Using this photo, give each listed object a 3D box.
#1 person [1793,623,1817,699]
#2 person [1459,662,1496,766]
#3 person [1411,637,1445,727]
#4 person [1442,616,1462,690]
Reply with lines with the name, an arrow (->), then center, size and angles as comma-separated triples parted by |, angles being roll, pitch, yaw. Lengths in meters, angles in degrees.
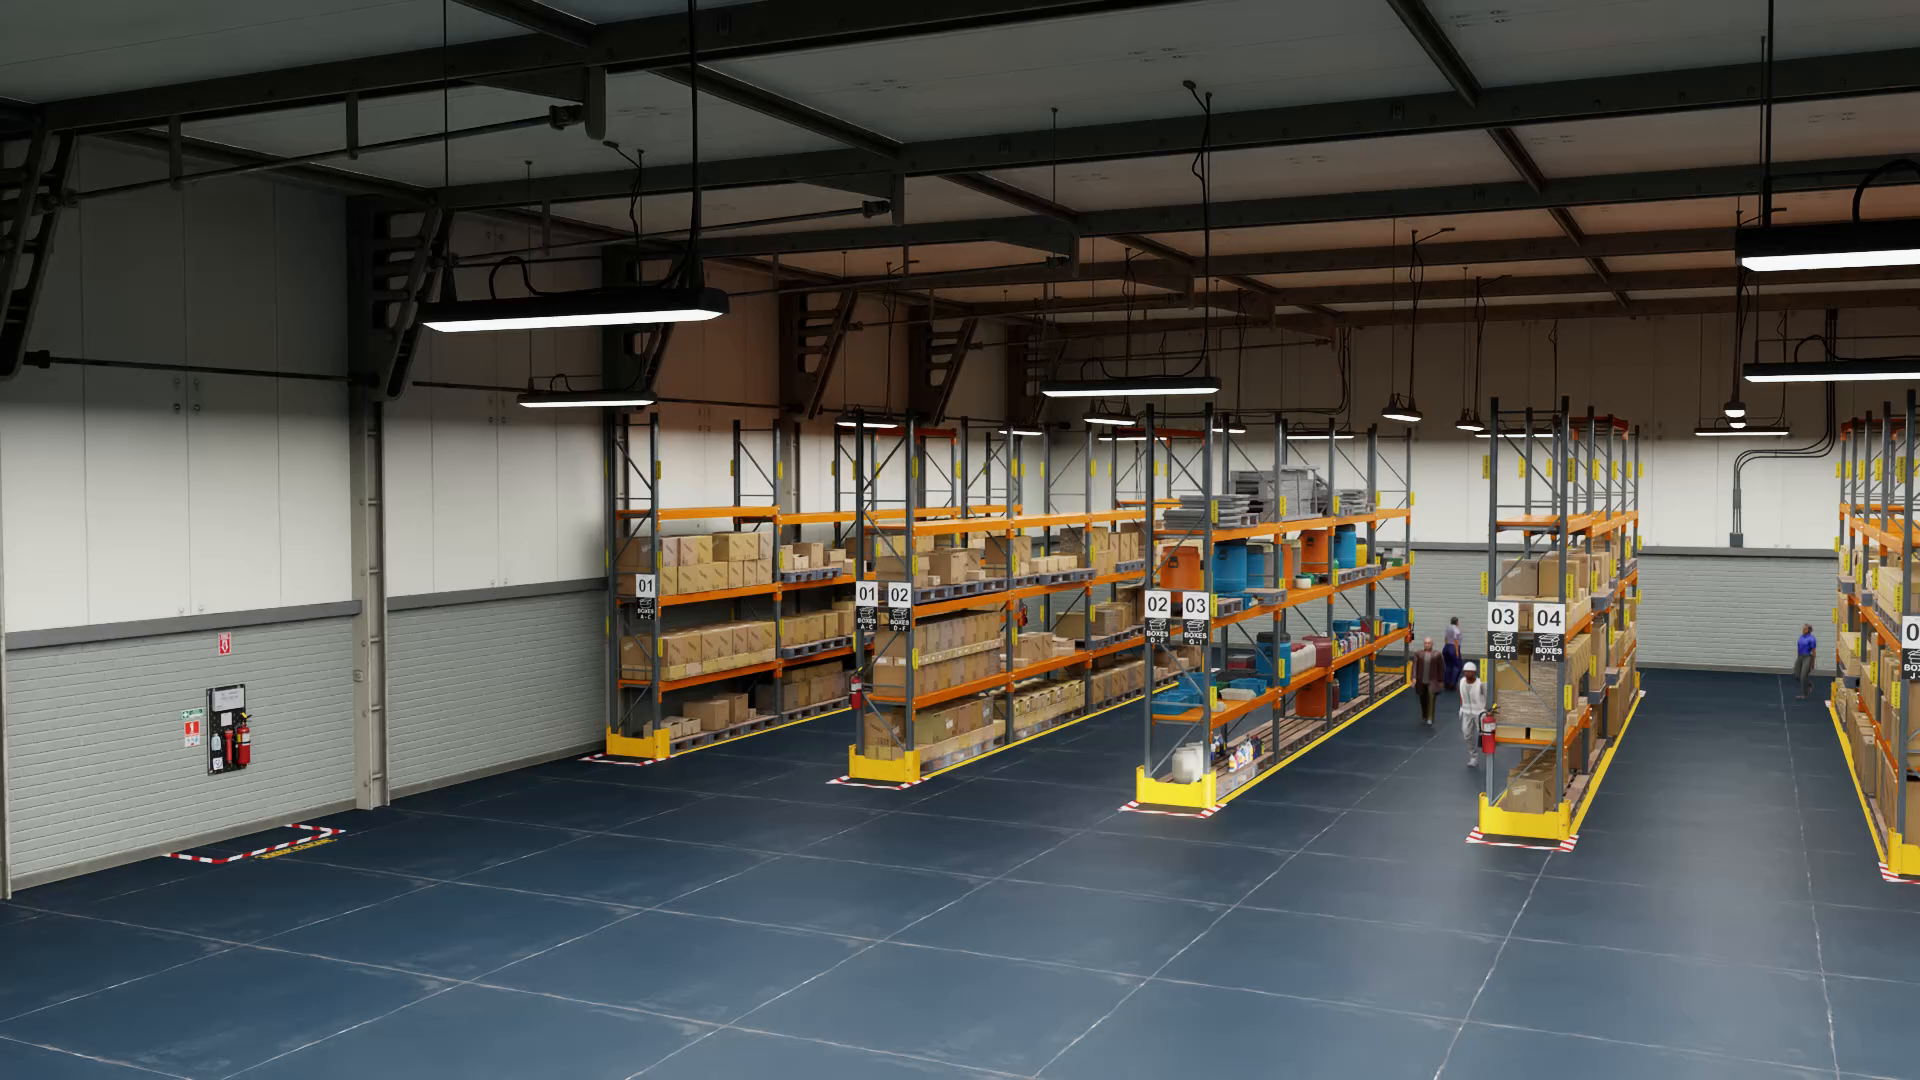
person -> 18.511, 2.632, 36.332 | 0.628, 1.633, 0.464 | -1, 3, -21
person -> 8.799, 2.939, 28.284 | 0.617, 1.754, 0.731 | 2, 3, 43
person -> 9.056, 2.759, 32.312 | 0.598, 1.725, 1.118 | 1, 3, 29
person -> 11.273, 2.604, 38.092 | 0.373, 1.714, 0.522 | -1, 3, -20
